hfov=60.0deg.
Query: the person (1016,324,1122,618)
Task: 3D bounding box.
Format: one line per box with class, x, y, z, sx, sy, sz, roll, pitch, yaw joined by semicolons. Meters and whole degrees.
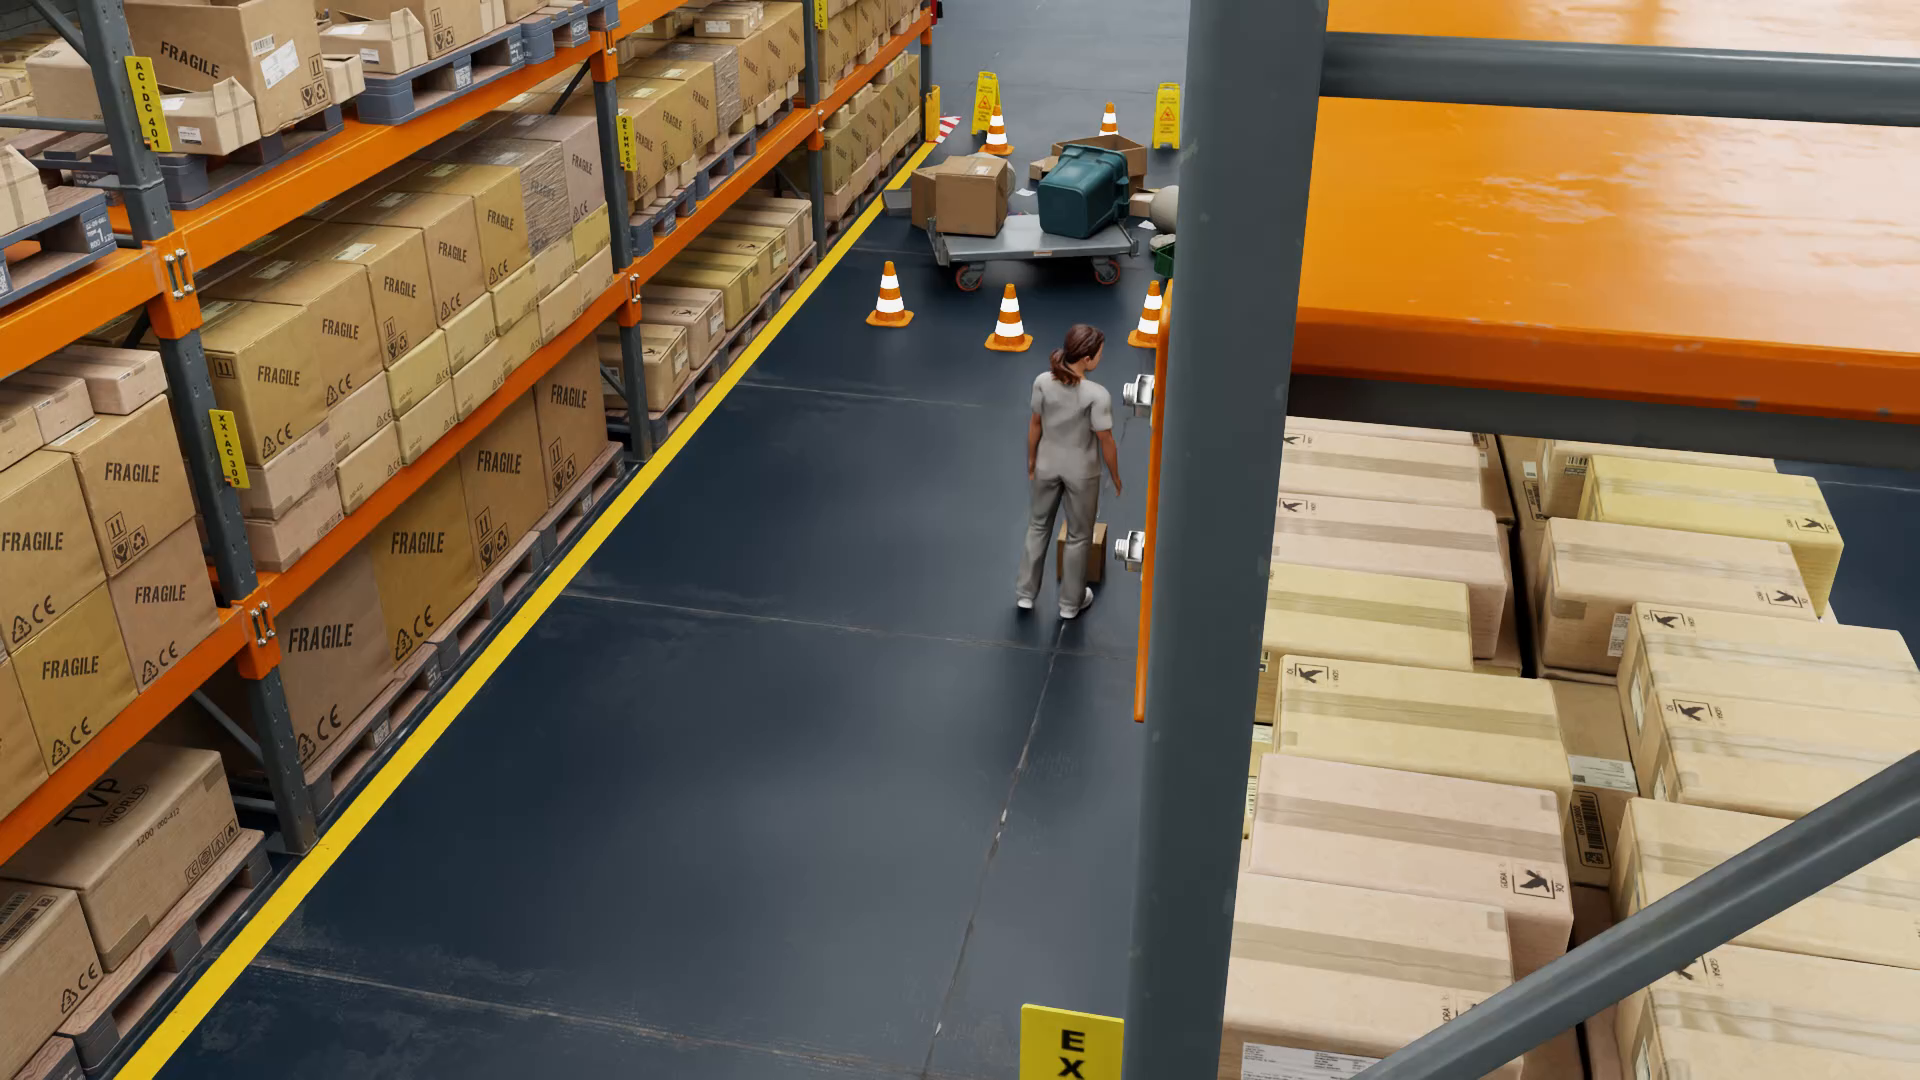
person;0.563;-0.353;8.744;0.584;1.695;0.399;13;31;22
